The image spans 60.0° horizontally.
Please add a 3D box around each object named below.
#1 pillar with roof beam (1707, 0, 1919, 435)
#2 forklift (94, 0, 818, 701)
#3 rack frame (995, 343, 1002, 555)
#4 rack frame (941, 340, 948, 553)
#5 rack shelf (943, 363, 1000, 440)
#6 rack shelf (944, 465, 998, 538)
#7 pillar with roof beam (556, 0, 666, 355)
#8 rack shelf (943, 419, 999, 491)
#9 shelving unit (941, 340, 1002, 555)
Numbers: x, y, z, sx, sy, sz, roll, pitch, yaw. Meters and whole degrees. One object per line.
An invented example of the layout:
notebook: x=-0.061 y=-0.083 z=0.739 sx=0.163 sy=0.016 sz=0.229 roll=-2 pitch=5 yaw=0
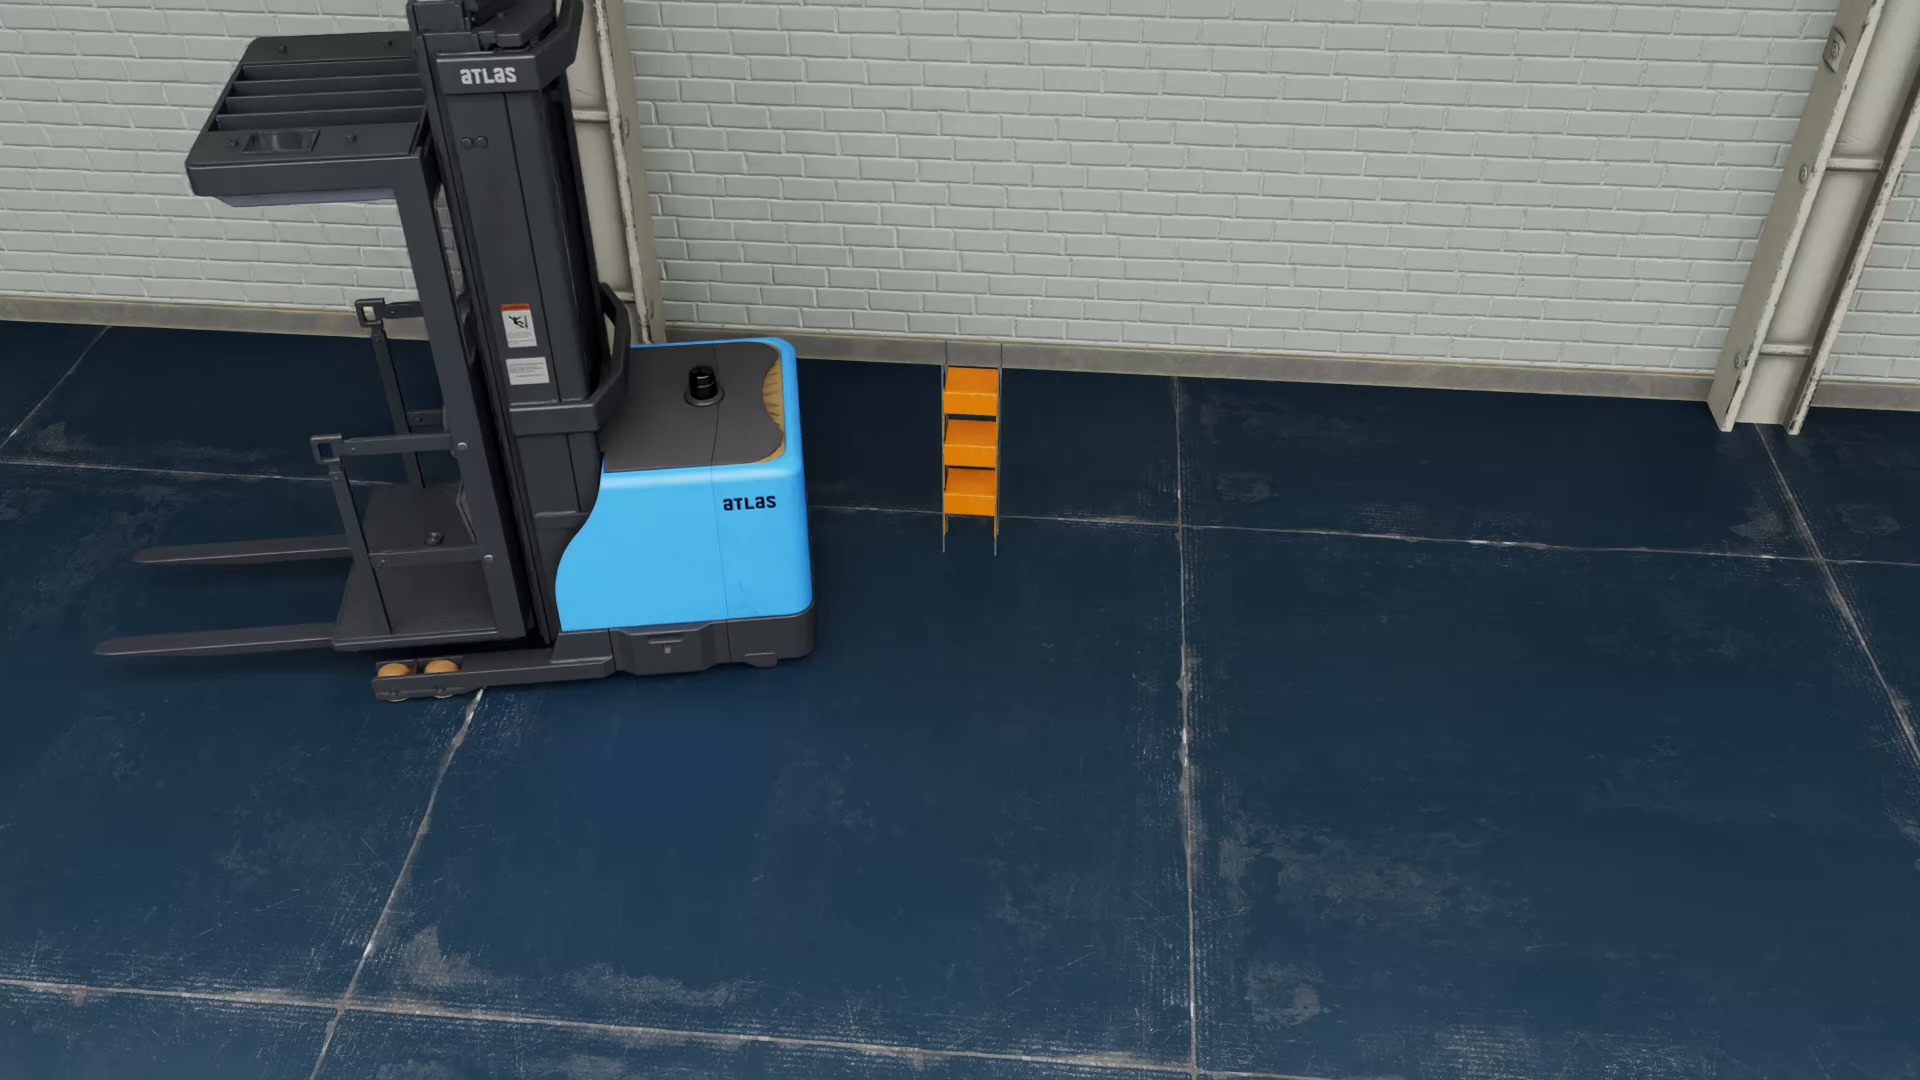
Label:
pillar with roof beam: x=3.780 y=-1.434 z=2.553 sx=0.400 sy=9.000 sz=9.100 roll=3 pitch=39 yaw=4
forklift: x=-2.172 y=-0.803 z=6.585 sx=3.031 sy=2.935 sz=1.130 roll=-4 pitch=39 yaw=-5
rack frame: x=0.175 y=-0.398 z=7.577 sx=0.008 sy=1.050 sz=0.200 roll=3 pitch=39 yaw=4
rack frame: x=-0.068 y=-0.411 z=7.594 sx=0.008 sy=1.050 sz=0.200 roll=3 pitch=39 yaw=4
rack shelf: x=0.053 y=-0.616 z=7.413 sx=0.240 sy=0.259 sz=0.215 roll=3 pitch=39 yaw=4
rack shelf: x=0.053 y=-0.180 z=7.768 sx=0.240 sy=0.259 sz=0.215 roll=3 pitch=39 yaw=4
pillar with roof beam: x=-2.198 y=-1.761 z=2.955 sx=0.400 sy=9.000 sz=9.100 roll=3 pitch=39 yaw=4
rack shelf: x=0.053 y=-0.396 z=7.592 sx=0.240 sy=0.259 sz=0.215 roll=3 pitch=39 yaw=4
shelving unit: x=0.053 y=-0.404 z=7.585 sx=0.252 sy=1.050 sz=0.215 roll=3 pitch=39 yaw=4
